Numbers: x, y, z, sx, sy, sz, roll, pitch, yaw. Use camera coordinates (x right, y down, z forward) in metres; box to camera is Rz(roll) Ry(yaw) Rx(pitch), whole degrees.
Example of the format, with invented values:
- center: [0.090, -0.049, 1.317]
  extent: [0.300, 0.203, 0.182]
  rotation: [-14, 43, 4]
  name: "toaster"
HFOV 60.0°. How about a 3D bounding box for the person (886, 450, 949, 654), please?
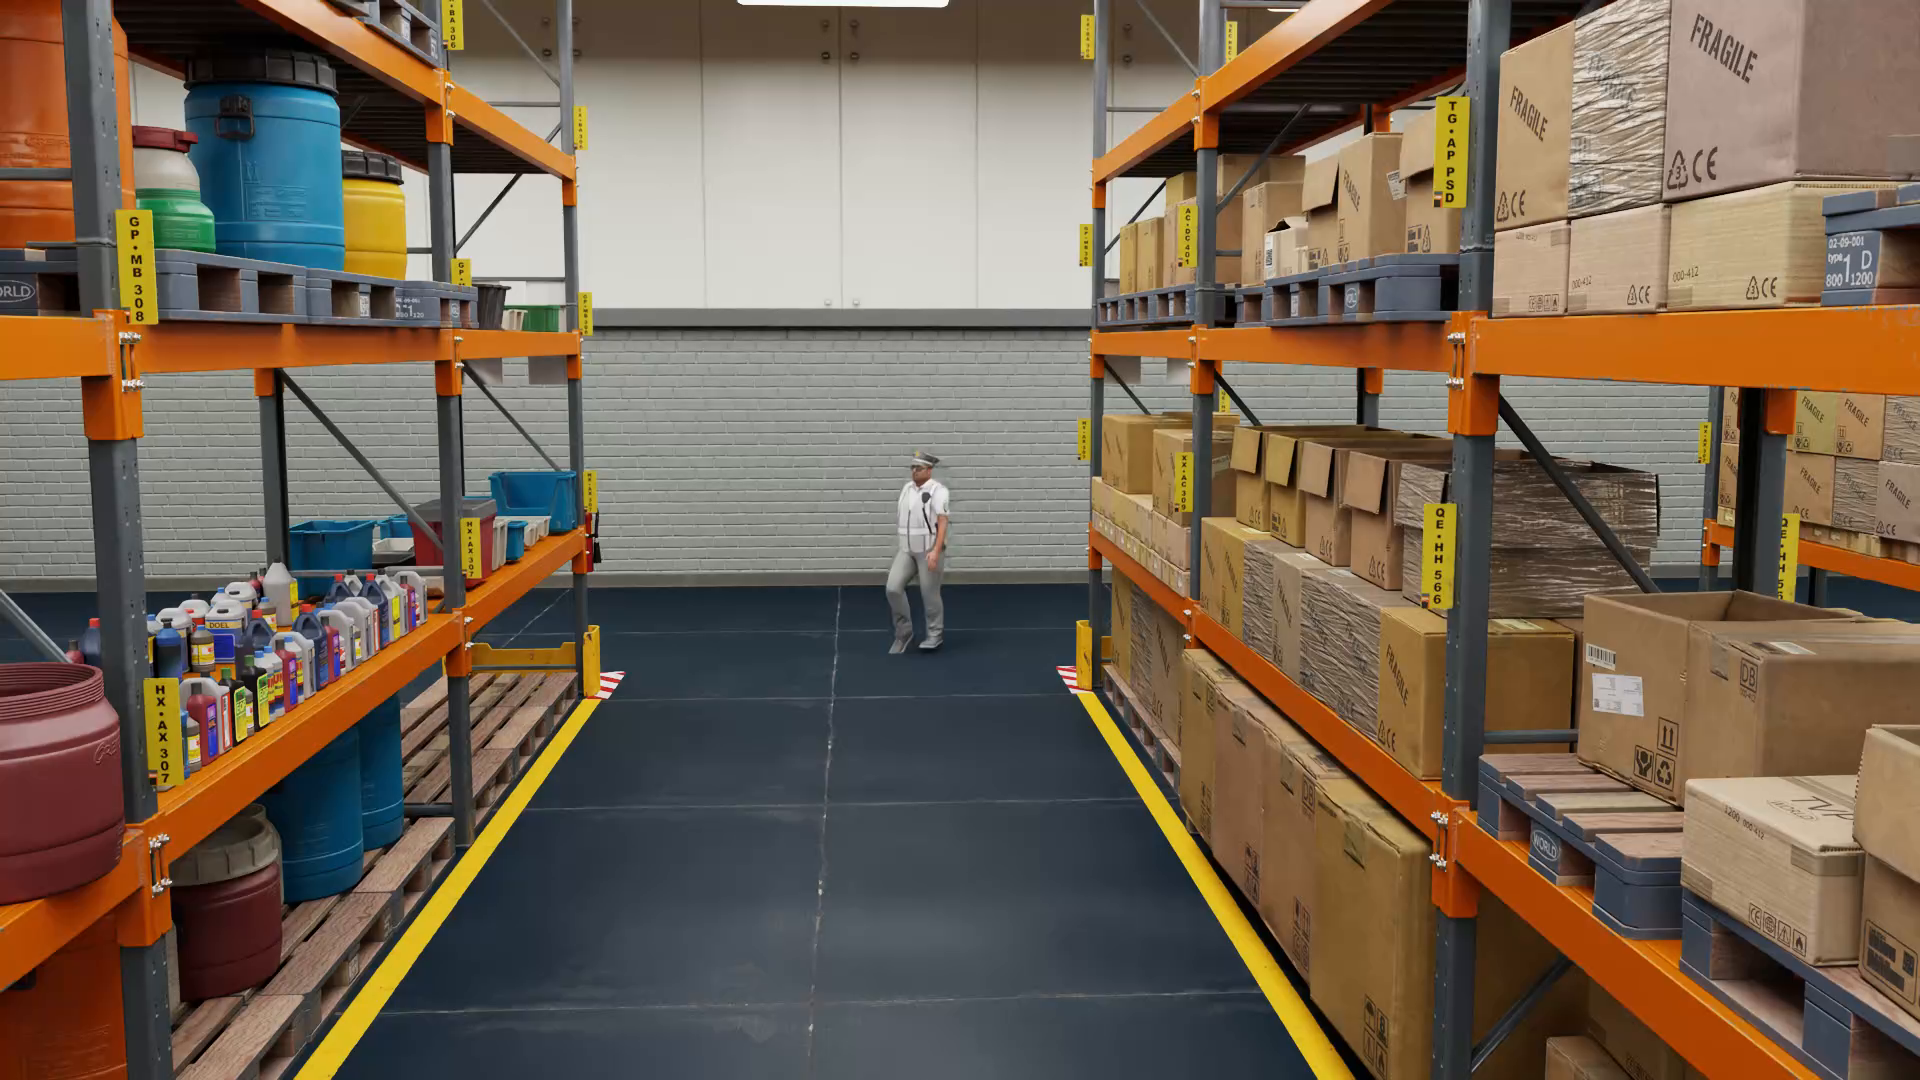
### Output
- center: [-0.354, 0.129, 14.677]
  extent: [0.548, 1.843, 0.510]
  rotation: [4, 8, 33]
  name: "person"
